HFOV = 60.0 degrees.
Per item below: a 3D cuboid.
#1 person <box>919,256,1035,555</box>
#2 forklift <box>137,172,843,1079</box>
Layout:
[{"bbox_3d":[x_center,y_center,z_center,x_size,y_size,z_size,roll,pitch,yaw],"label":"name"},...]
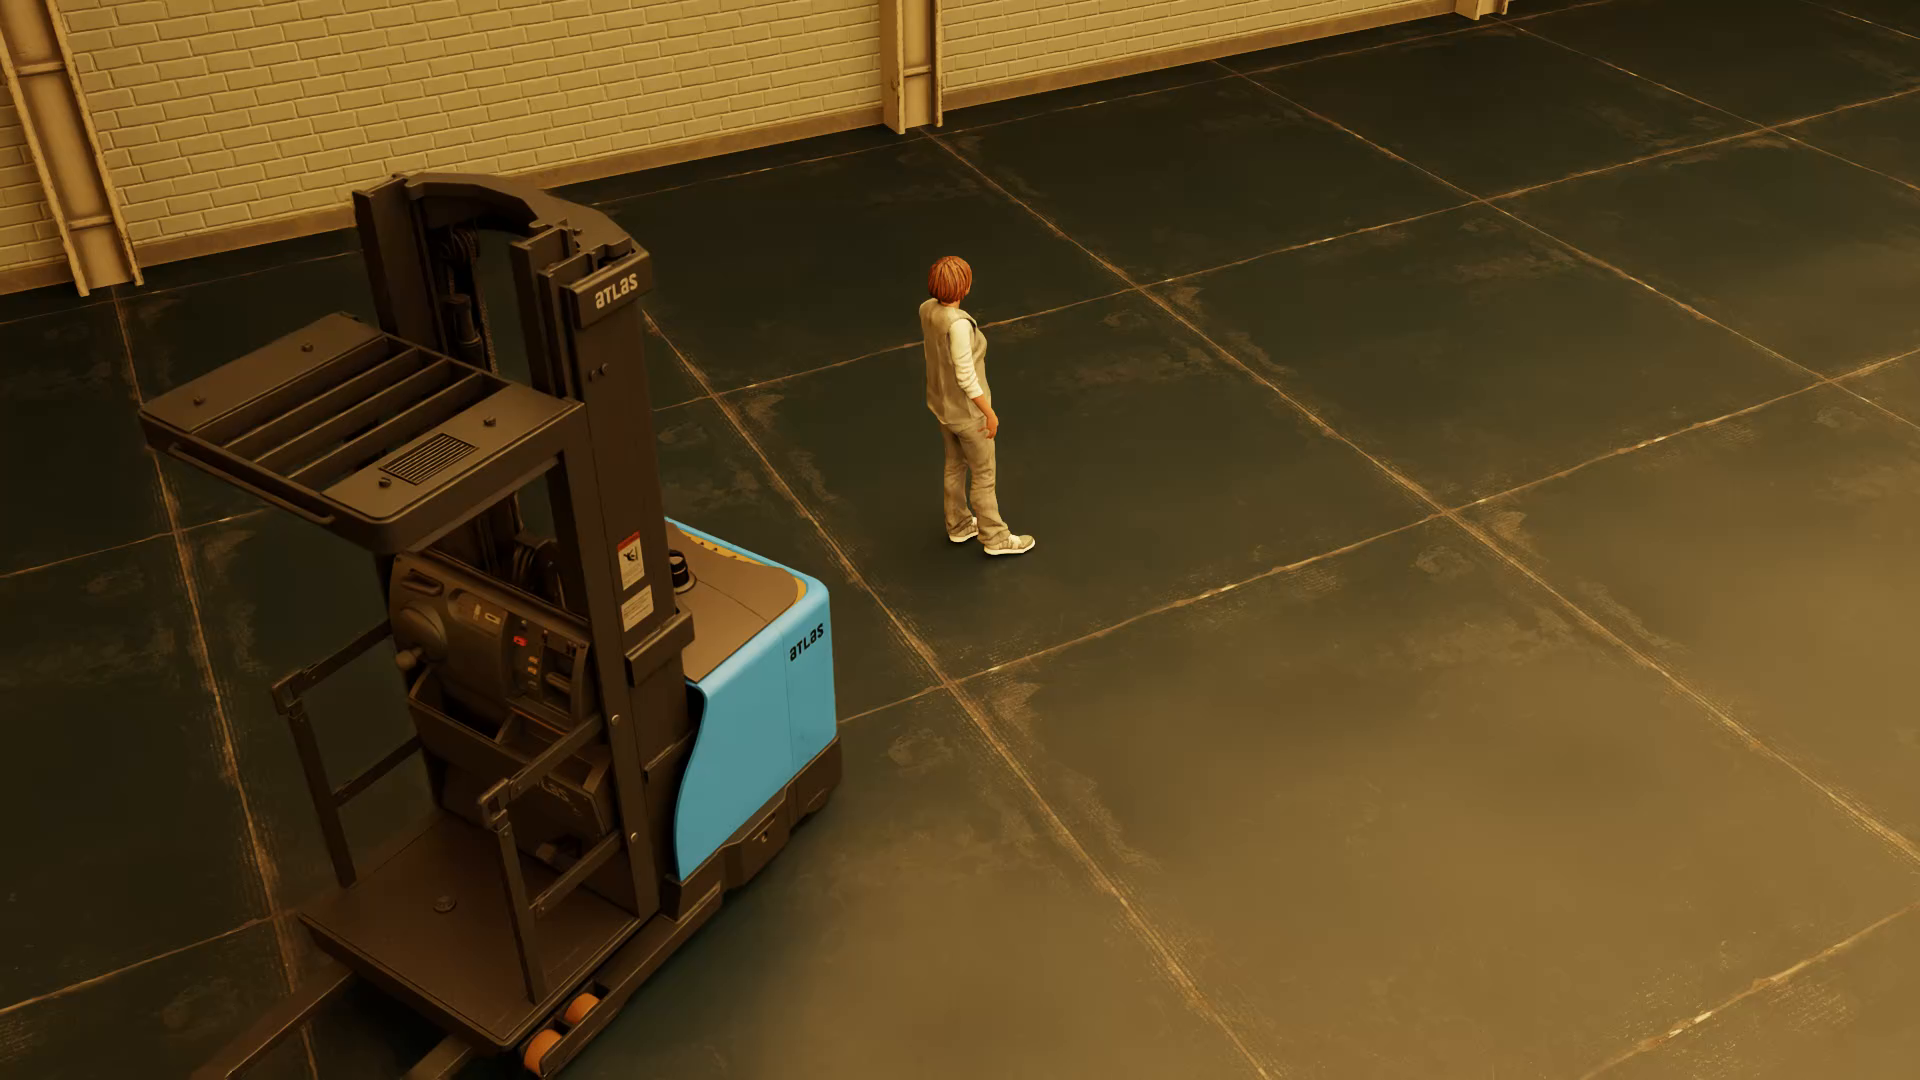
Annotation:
[{"bbox_3d":[0.073,-0.671,8.215,0.473,1.599,0.520,-17,39,-23],"label":"person"},{"bbox_3d":[-1.732,0.409,5.545,1.130,2.935,3.031,21,40,27],"label":"forklift"}]
